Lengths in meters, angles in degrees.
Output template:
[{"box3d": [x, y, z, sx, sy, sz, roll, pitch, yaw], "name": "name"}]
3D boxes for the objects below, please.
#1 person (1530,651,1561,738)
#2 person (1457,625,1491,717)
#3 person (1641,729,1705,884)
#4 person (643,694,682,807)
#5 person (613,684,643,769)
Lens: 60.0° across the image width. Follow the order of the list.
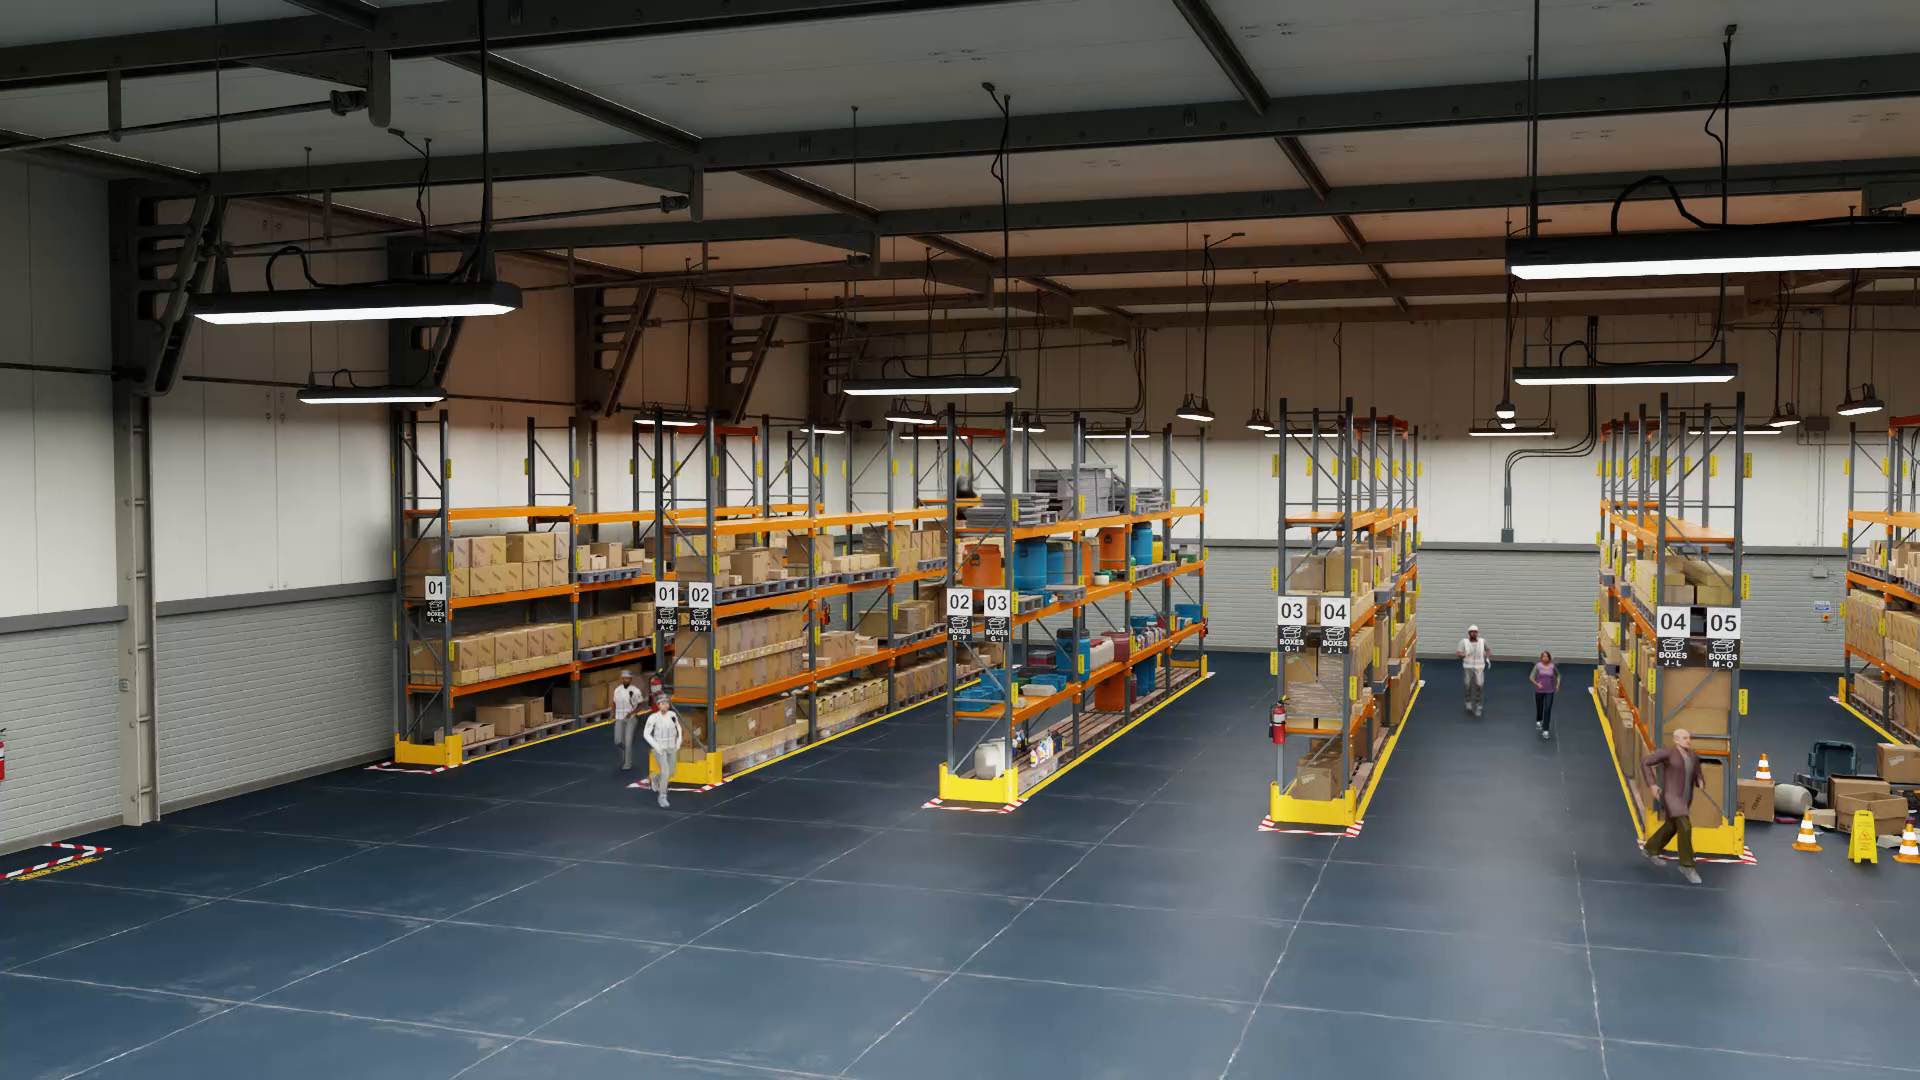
[{"box3d": [10.983, 2.874, 31.210, 0.567, 1.606, 0.744, 1, 3, 16], "name": "person"}, {"box3d": [10.467, 2.652, 33.887, 0.664, 1.843, 0.798, 1, 3, 15], "name": "person"}, {"box3d": [8.830, 3.224, 20.496, 0.703, 1.815, 0.976, -1, 3, -28], "name": "person"}, {"box3d": [-4.453, 3.116, 24.849, 0.637, 1.685, 0.596, -2, 3, -38], "name": "person"}, {"box3d": [-5.571, 3.113, 27.792, 0.539, 1.409, 0.526, 0, 2, 6], "name": "person"}]
